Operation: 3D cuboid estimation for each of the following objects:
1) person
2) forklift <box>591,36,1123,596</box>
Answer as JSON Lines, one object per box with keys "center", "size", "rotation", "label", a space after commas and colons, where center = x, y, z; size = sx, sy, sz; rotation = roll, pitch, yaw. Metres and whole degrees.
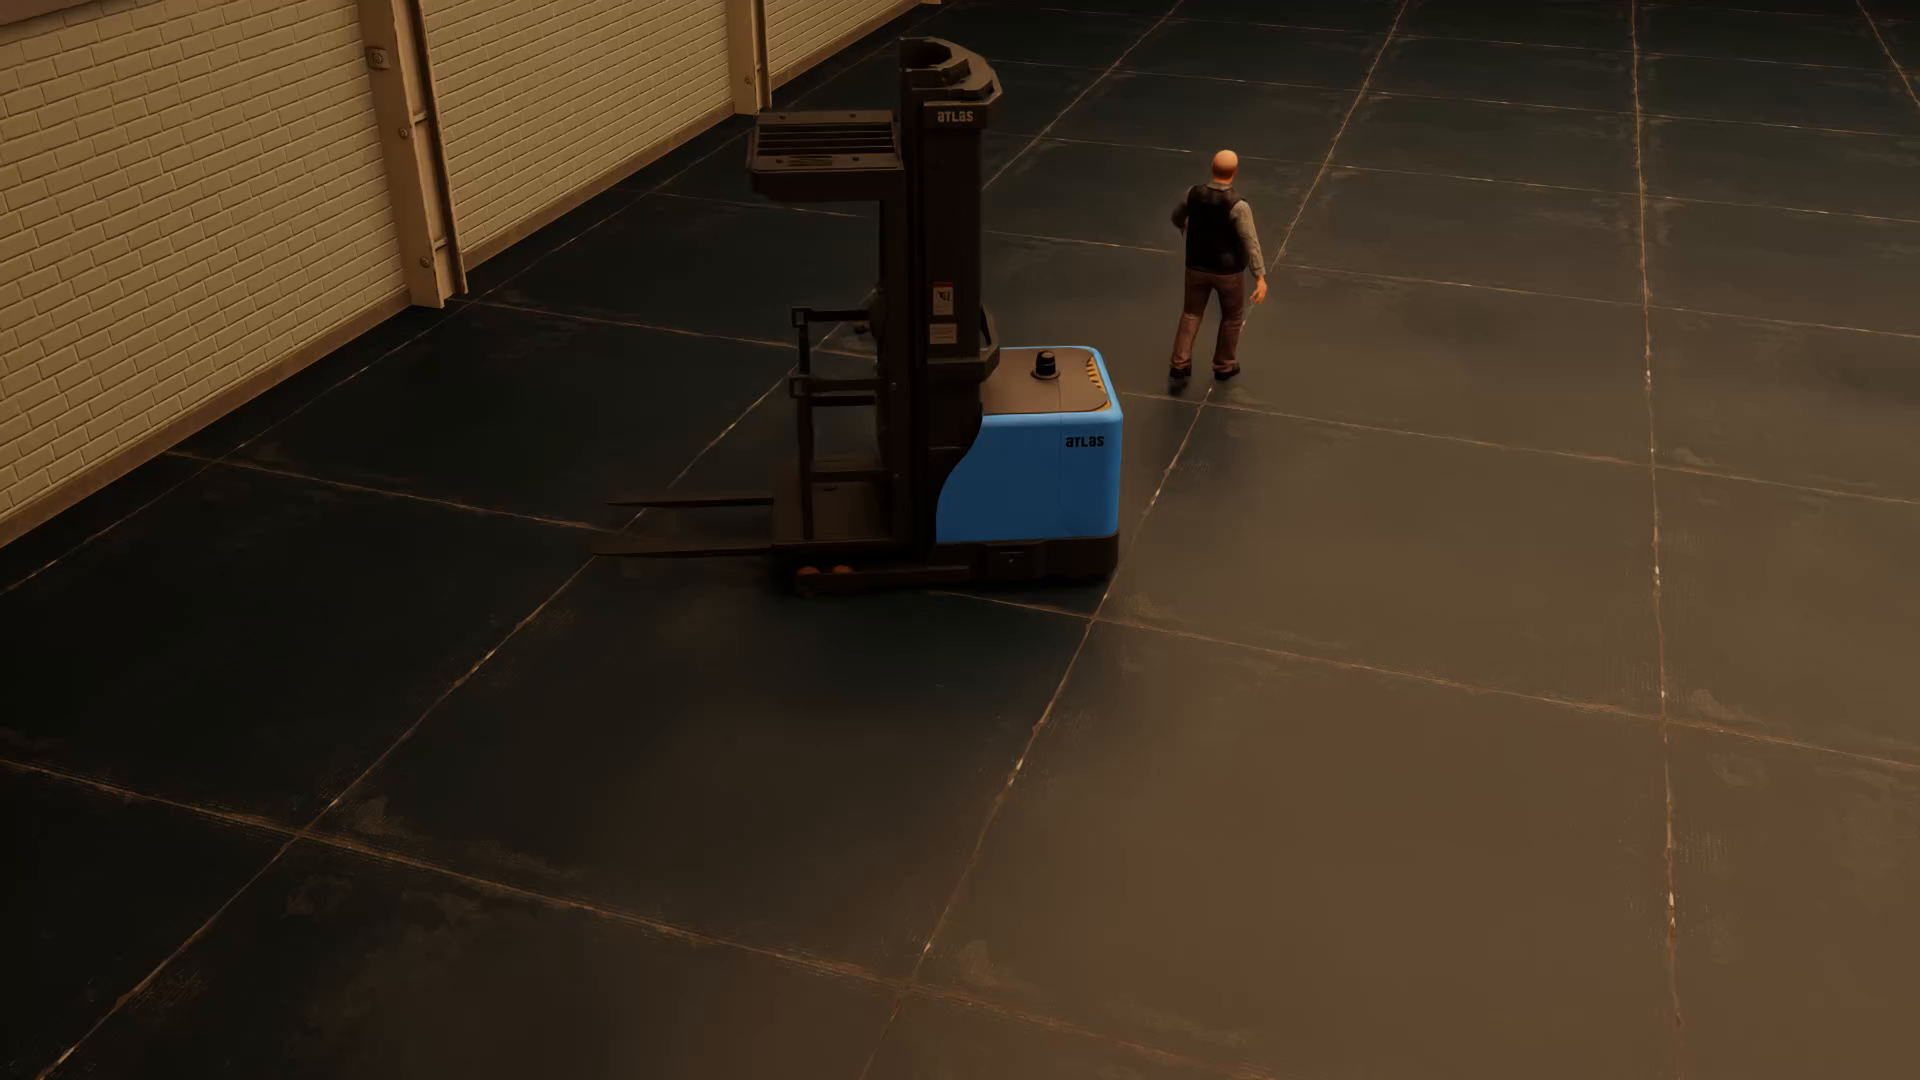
{"center": [1.827, -1.910, 11.739], "size": [0.878, 1.702, 0.702], "rotation": [18, 34, 28], "label": "person"}
{"center": [-0.626, -1.224, 9.283], "size": [3.031, 2.935, 1.130], "rotation": [-2, 30, -4], "label": "forklift"}
